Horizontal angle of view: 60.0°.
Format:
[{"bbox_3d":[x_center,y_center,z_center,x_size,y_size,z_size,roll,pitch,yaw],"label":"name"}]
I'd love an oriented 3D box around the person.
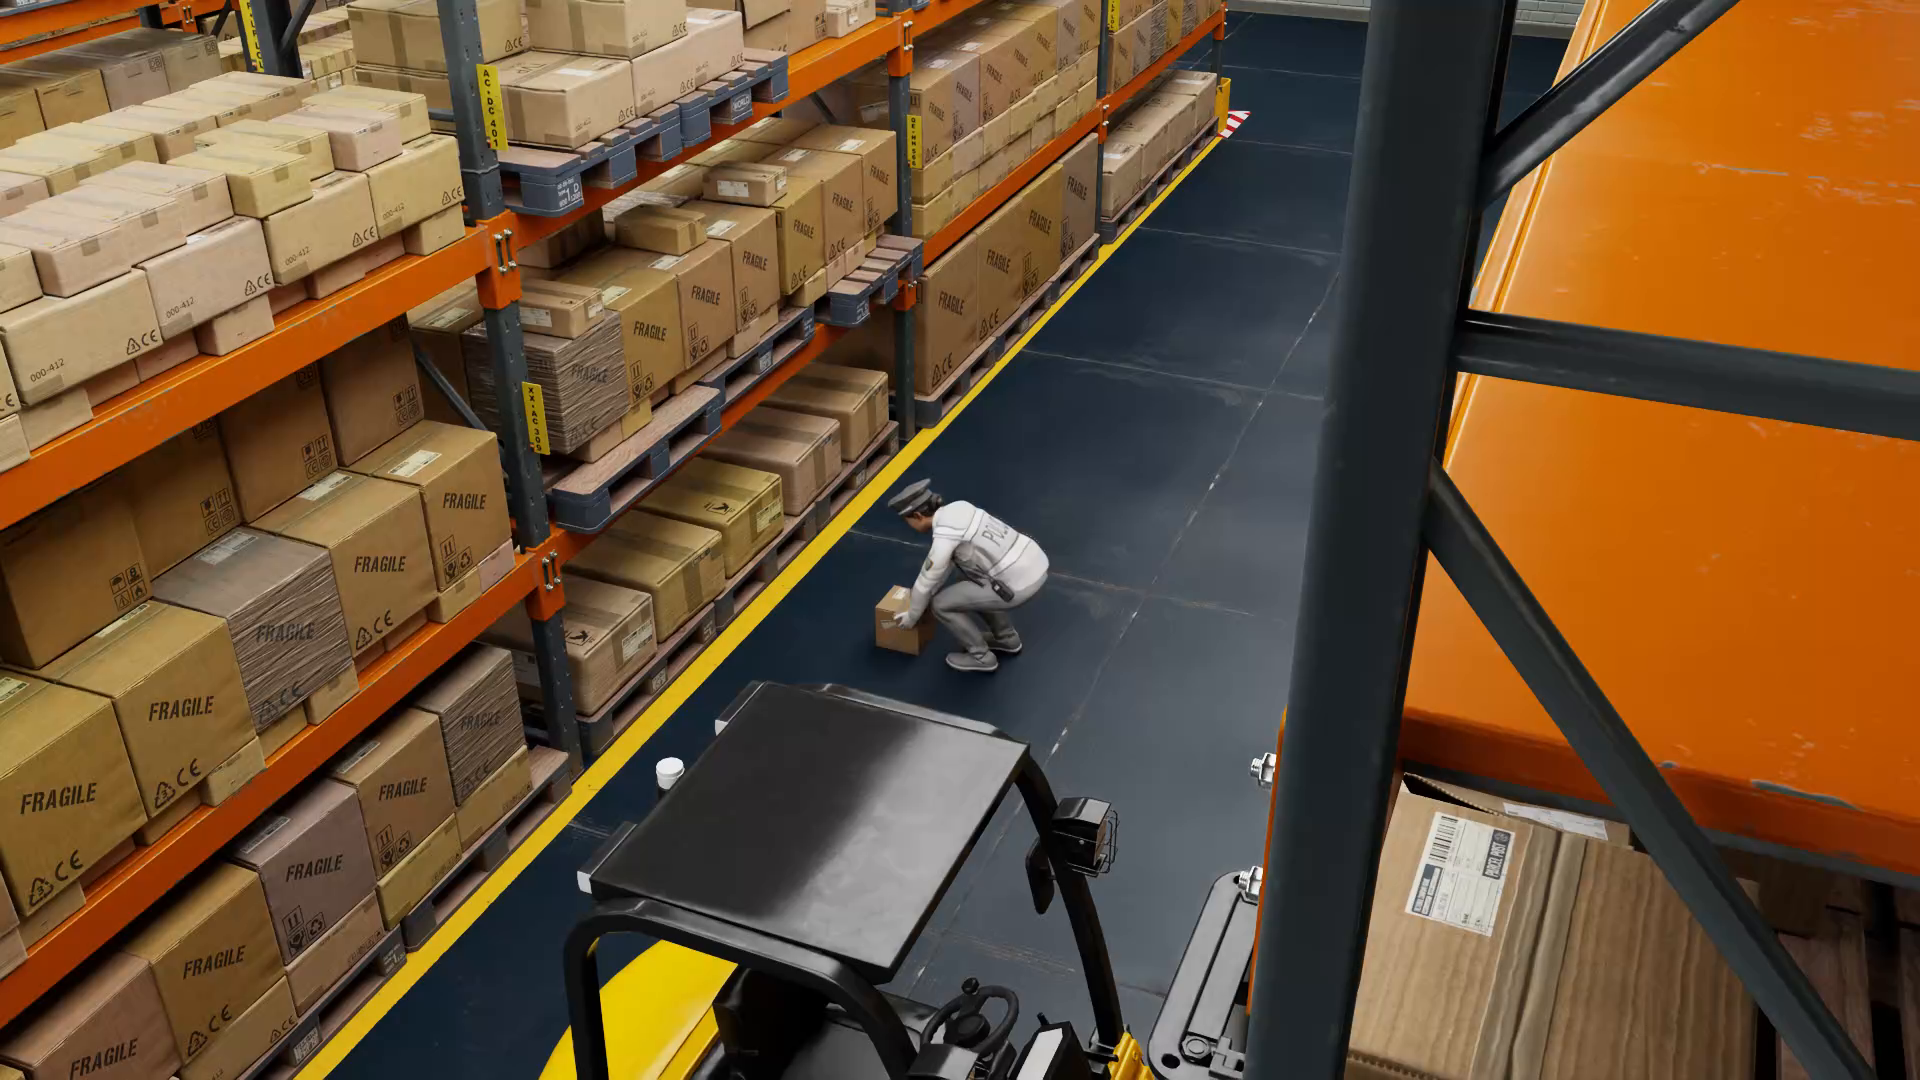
[{"bbox_3d":[0.030,0.186,8.713,0.836,1.028,0.498,11,32,19],"label":"person"}]
